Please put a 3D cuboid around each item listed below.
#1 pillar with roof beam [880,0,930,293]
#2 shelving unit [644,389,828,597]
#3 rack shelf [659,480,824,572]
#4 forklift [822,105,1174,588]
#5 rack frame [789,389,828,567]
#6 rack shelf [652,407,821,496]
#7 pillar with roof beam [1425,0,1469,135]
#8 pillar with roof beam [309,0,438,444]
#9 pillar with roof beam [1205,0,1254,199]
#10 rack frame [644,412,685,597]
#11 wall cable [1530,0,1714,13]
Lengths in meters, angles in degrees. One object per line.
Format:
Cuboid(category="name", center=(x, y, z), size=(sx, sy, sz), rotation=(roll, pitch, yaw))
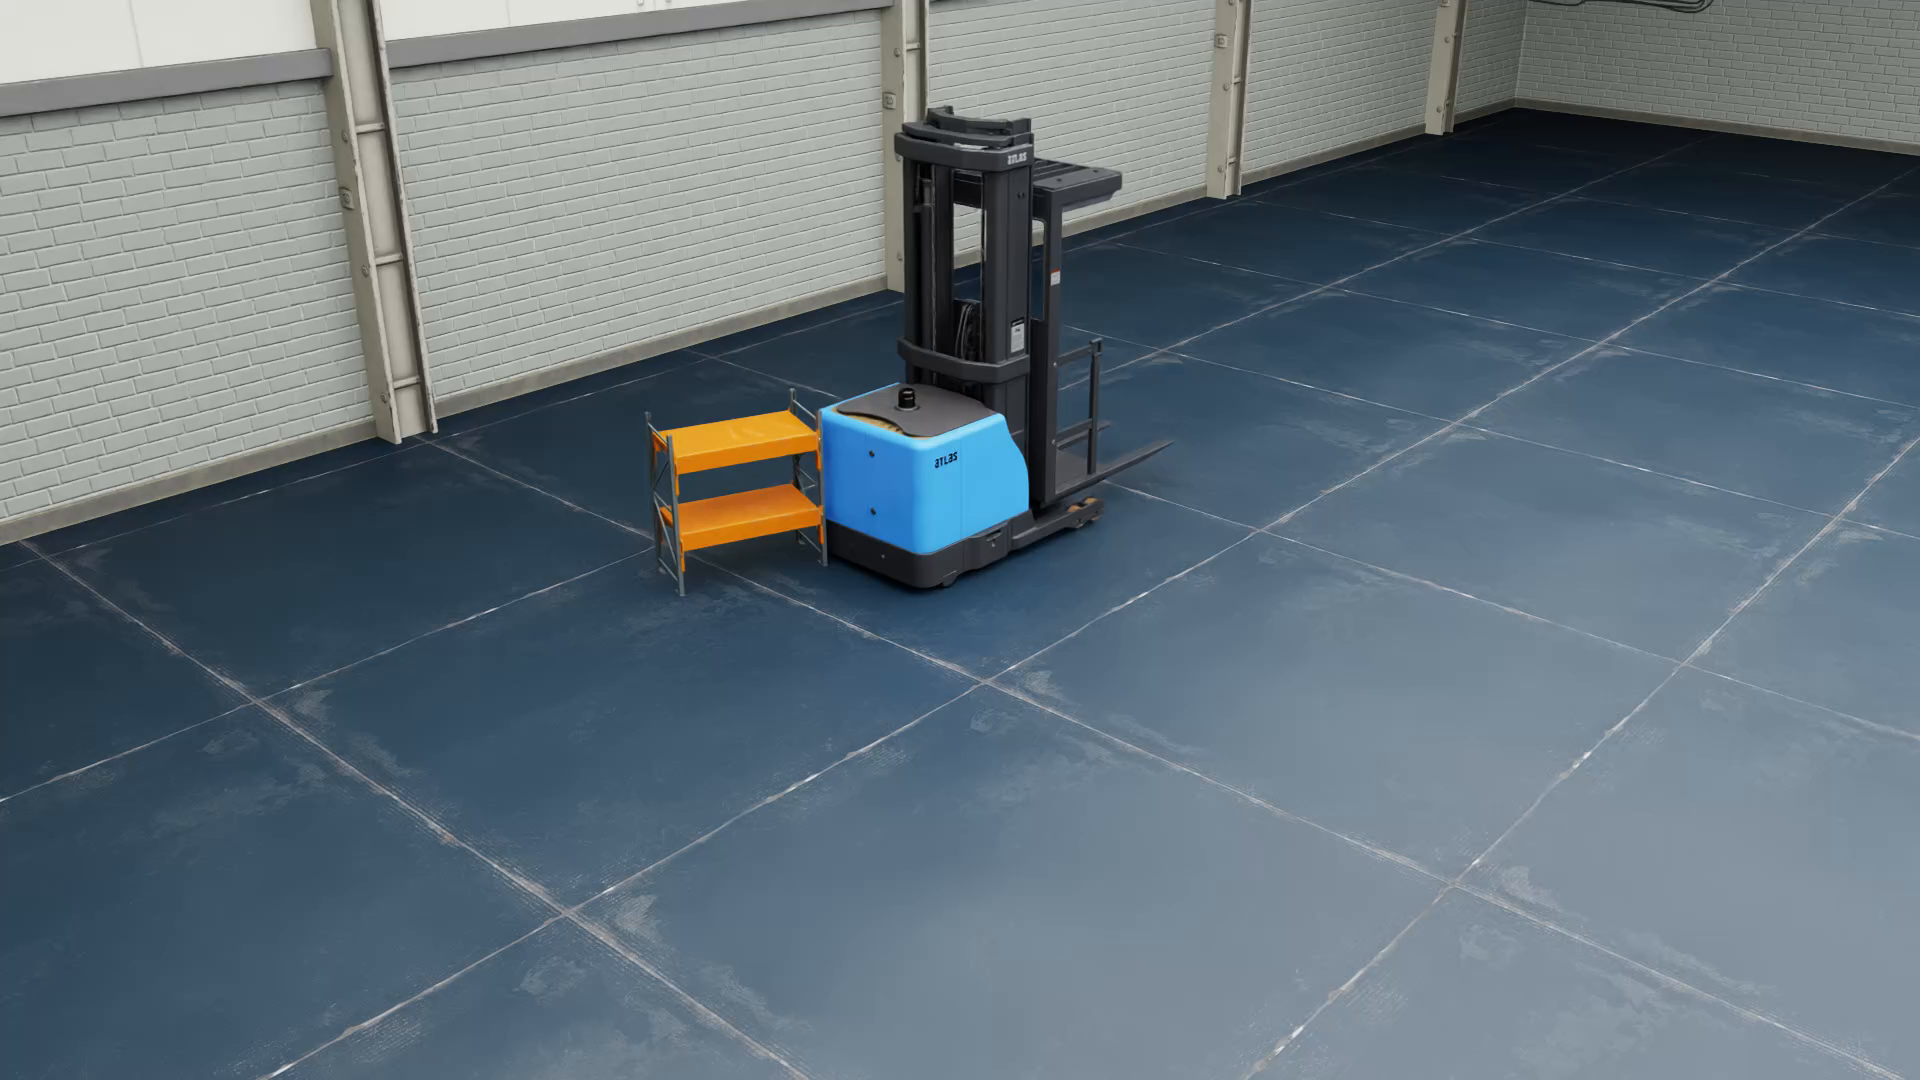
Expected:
Cuboid(category="pillar with roof beam", center=(2.654, -5.637, 13.324), size=(9.100, 9.000, 0.400), rotation=(20, 31, 38))
Cuboid(category="shelving unit", center=(-1.484, -0.328, 11.106), size=(1.048, 1.125, 0.538), rotation=(-12, 27, -25))
Cuboid(category="rack shelf", center=(-1.484, -0.105, 11.206), size=(1.000, 0.278, 0.538), rotation=(-12, 27, -25))
Cuboid(category="forklift", center=(0.400, -1.542, 11.606), size=(1.130, 2.935, 3.031), rotation=(20, 31, 38))
Cuboid(category="rack frame", center=(-1.031, -0.422, 11.317), size=(0.032, 1.125, 0.500), rotation=(-12, 27, -25))
Cuboid(category="rack shelf", center=(-1.484, -0.595, 10.986), size=(1.000, 0.278, 0.538), rotation=(-12, 27, -25))
Cuboid(category="pillar with roof beam", center=(10.663, -9.293, 21.478), size=(9.100, 9.000, 0.400), rotation=(20, 31, 38))
Cuboid(category="pillar with roof beam", center=(-1.351, -3.809, 9.247), size=(9.100, 9.000, 0.400), rotation=(20, 31, 38))
Cuboid(category="pillar with roof beam", center=(6.658, -7.465, 17.401), size=(9.100, 9.000, 0.400), rotation=(20, 31, 38))
Cuboid(category="rack frame", center=(-1.937, -0.233, 10.895), size=(0.032, 1.125, 0.500), rotation=(-12, 27, -25))
Cuboid(category="wall cable", center=(10.408, -9.589, 25.932), size=(3.097, 2.526, 0.112), rotation=(20, 31, 38))
